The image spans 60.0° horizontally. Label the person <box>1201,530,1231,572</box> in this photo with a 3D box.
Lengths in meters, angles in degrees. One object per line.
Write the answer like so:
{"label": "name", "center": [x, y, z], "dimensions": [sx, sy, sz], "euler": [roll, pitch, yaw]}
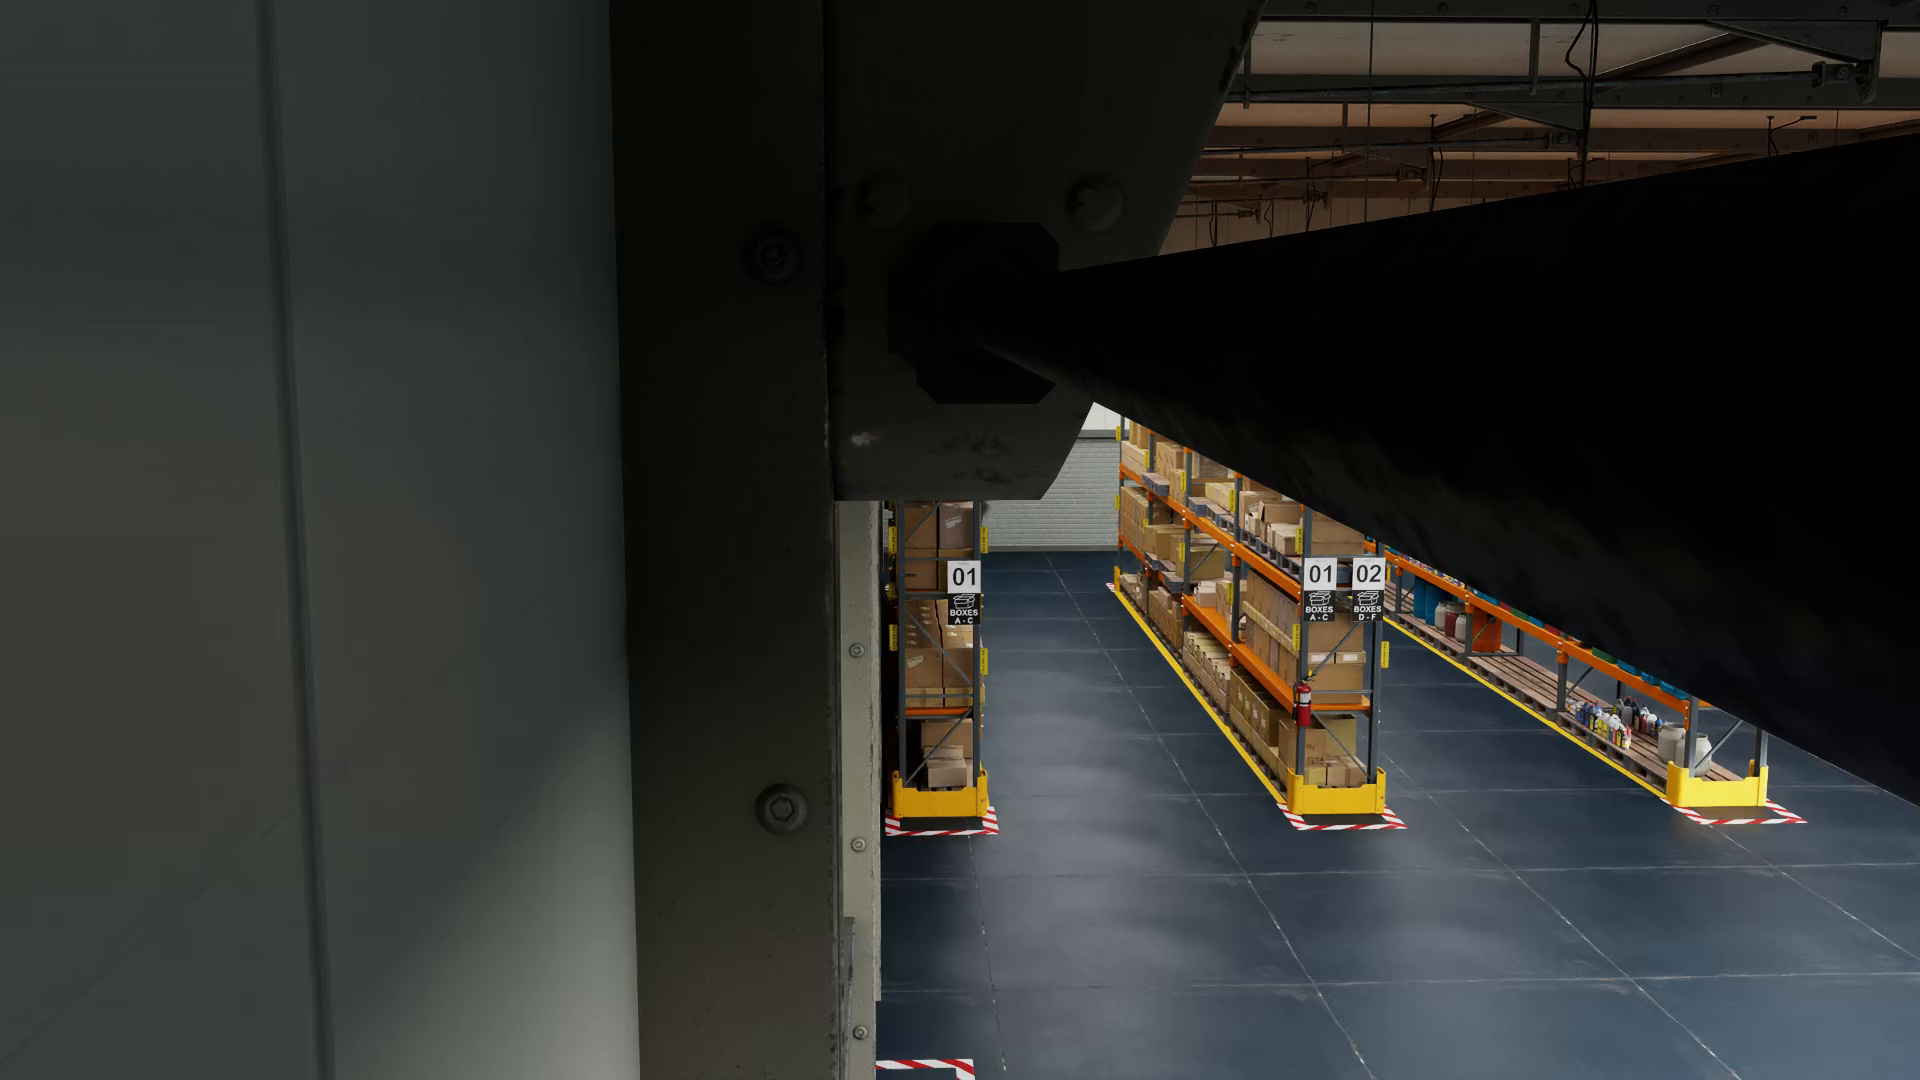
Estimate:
{"label": "person", "center": [5.665, 0.232, 36.729], "dimensions": [0.740, 1.643, 0.575], "euler": [-3, 9, -19]}
